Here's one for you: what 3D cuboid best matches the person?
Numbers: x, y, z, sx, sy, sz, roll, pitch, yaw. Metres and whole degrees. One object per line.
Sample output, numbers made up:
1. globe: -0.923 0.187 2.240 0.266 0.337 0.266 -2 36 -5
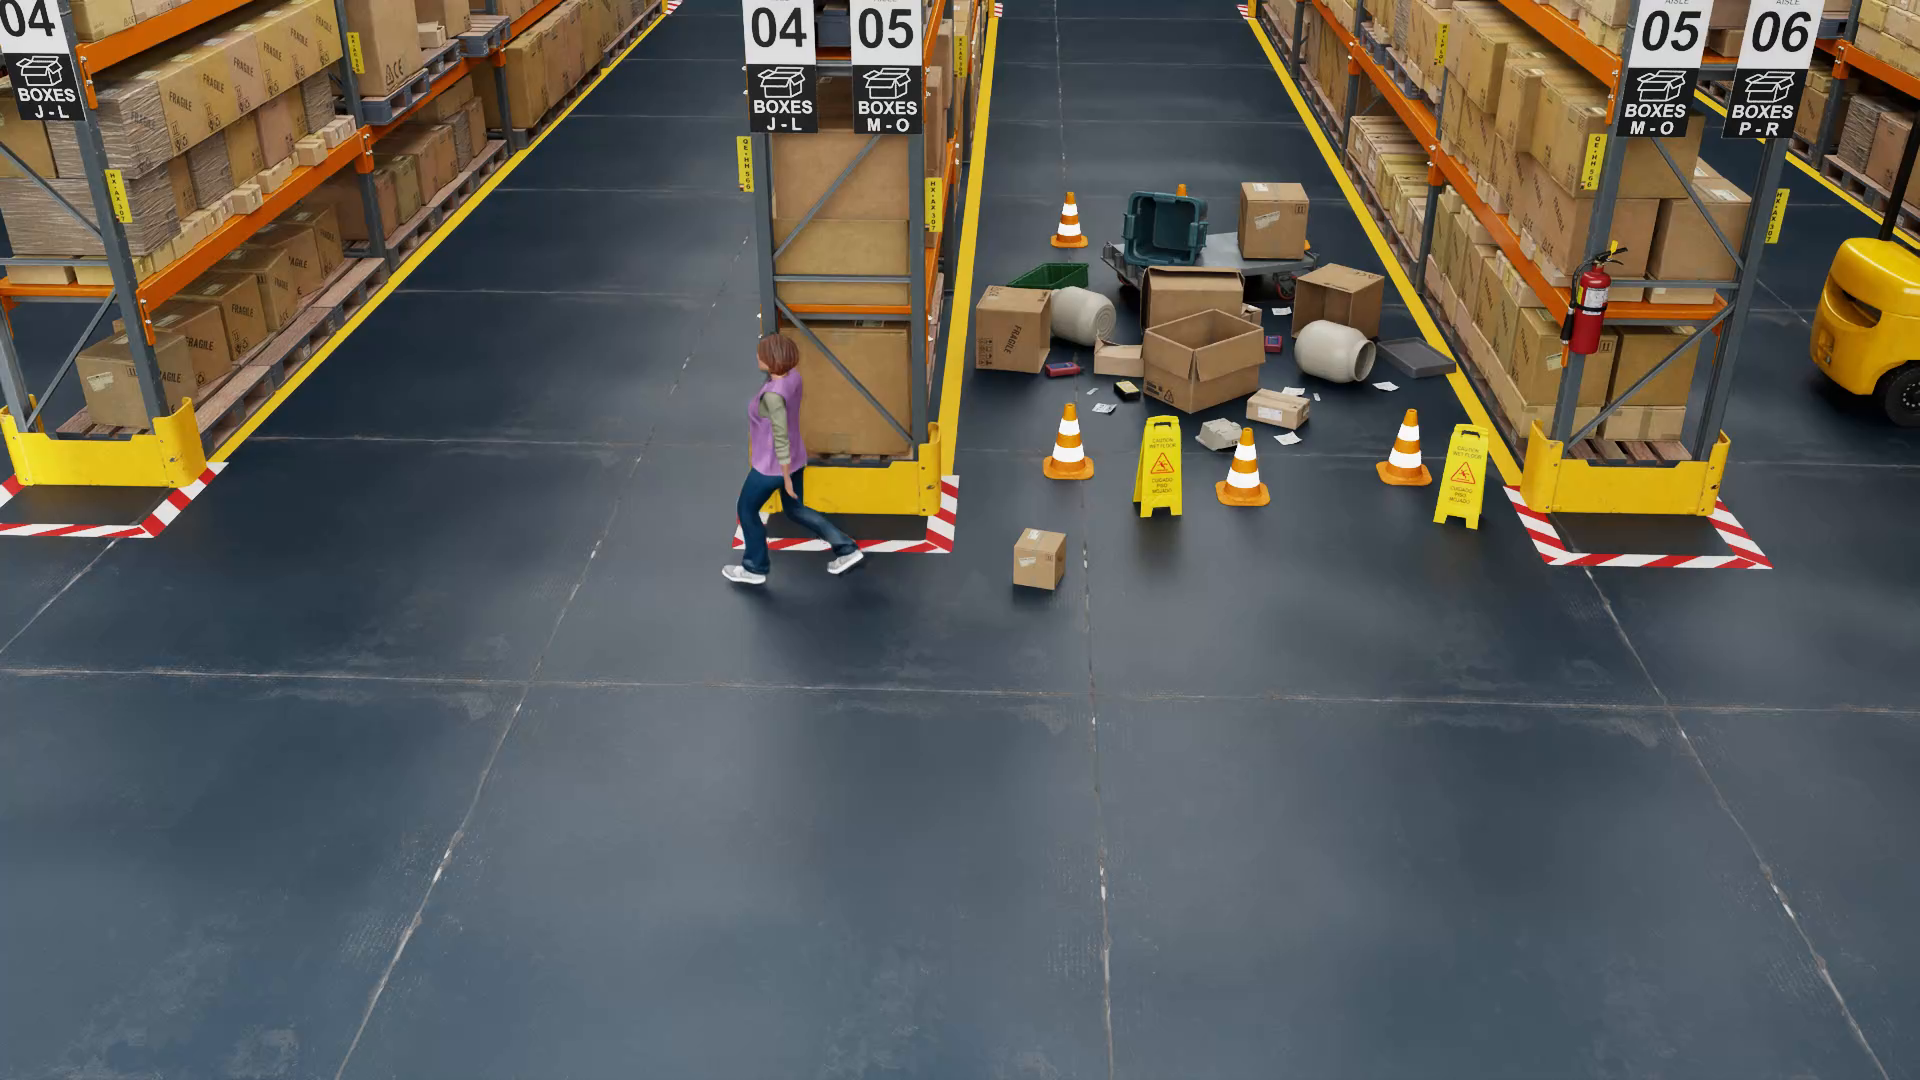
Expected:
1. person: -0.979 -0.440 9.432 0.851 1.549 0.394 9 30 17
